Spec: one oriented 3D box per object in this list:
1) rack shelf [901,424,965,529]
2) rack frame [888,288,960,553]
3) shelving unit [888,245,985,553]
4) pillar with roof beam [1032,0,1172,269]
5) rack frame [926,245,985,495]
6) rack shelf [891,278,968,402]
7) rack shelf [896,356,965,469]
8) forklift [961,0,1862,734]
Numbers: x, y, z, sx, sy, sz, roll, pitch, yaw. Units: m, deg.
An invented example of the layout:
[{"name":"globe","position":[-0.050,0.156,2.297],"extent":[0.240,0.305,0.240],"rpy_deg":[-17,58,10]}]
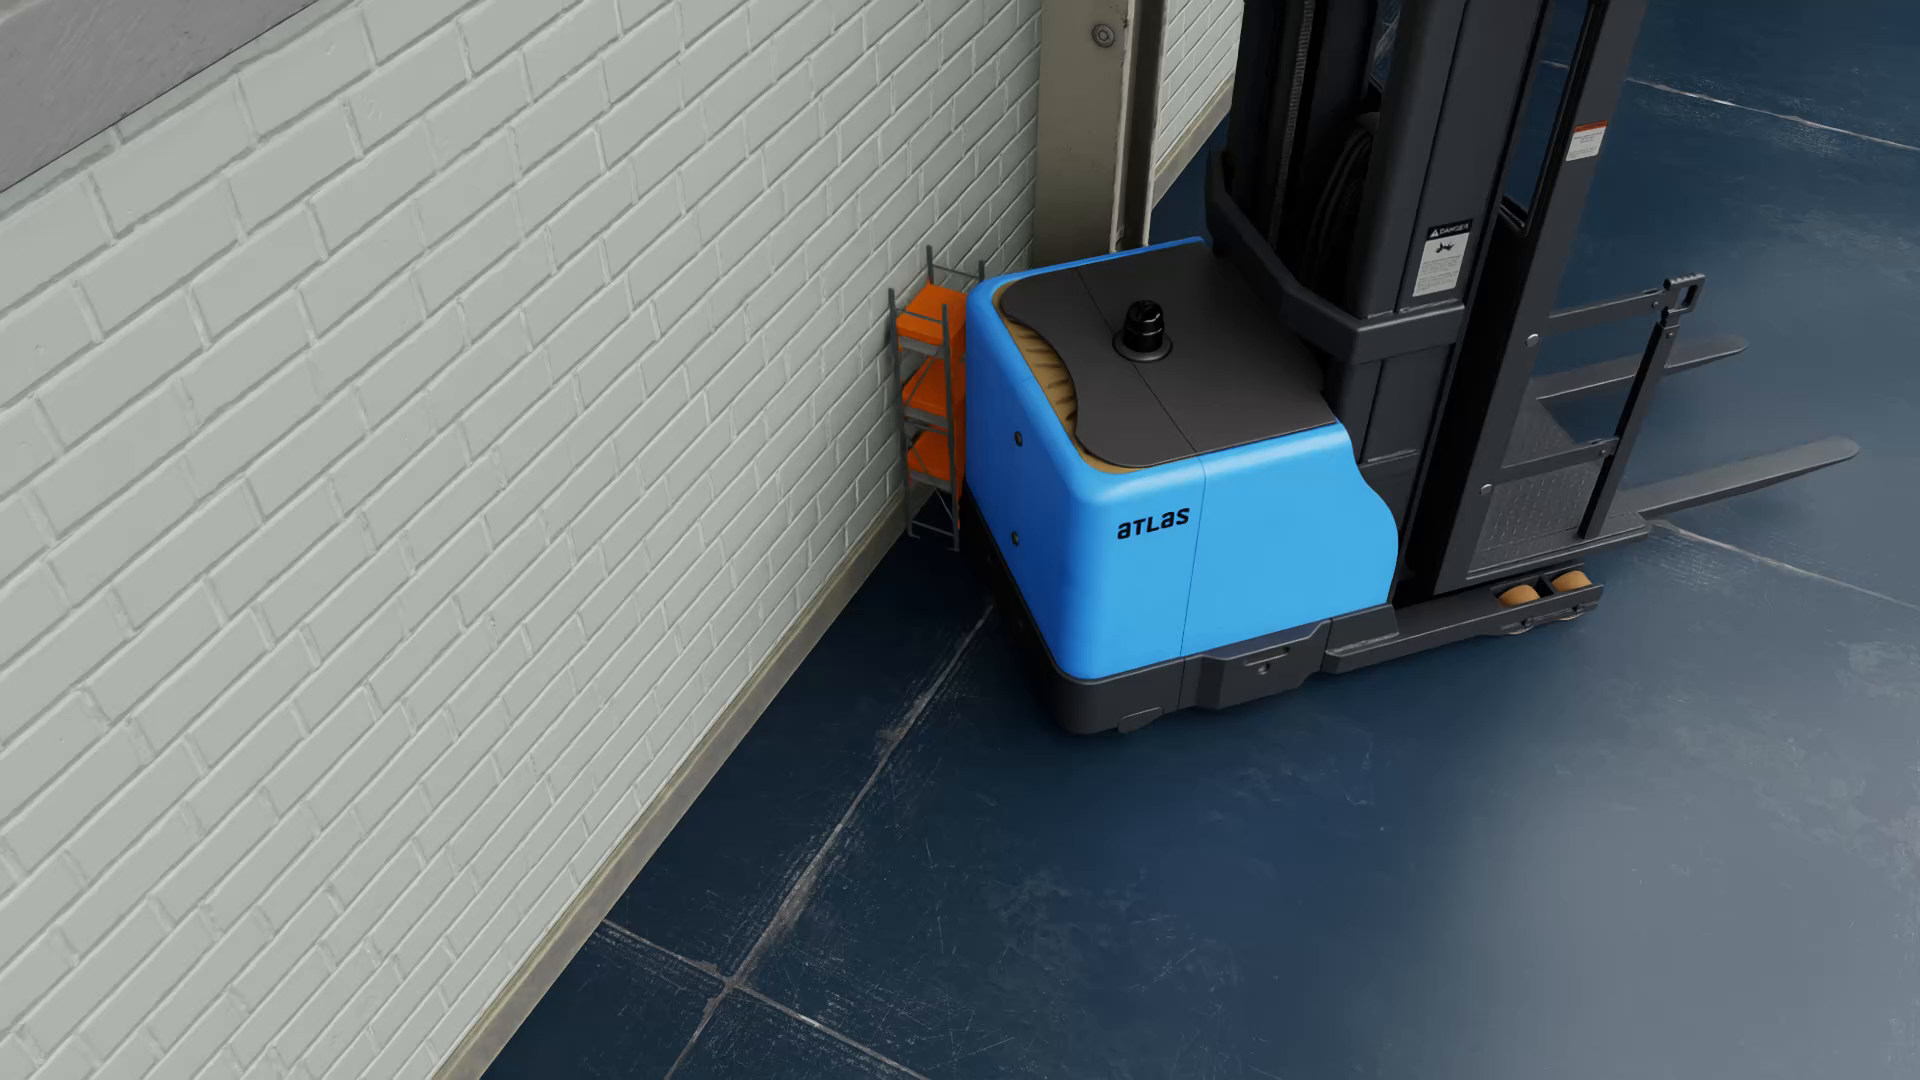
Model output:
[{"name":"rack shelf","position":[-0.044,-0.234,5.635],"extent":[0.215,0.259,0.240],"rpy_deg":[19,49,20]},{"name":"rack frame","position":[-0.109,-0.360,5.355],"extent":[0.200,1.050,0.008],"rpy_deg":[19,49,20]},{"name":"shelving unit","position":[-0.053,-0.438,5.431],"extent":[0.215,1.050,0.252],"rpy_deg":[19,49,20]},{"name":"pillar with roof beam","position":[4.301,-2.523,1.917],"extent":[9.100,9.000,0.400],"rpy_deg":[20,49,19]},{"name":"rack frame","position":[0.003,-0.516,5.506],"extent":[0.200,1.050,0.008],"rpy_deg":[19,49,20]},{"name":"rack shelf","position":[-0.062,-0.630,5.237],"extent":[0.215,0.259,0.240],"rpy_deg":[19,49,20]},{"name":"rack shelf","position":[-0.053,-0.430,5.438],"extent":[0.215,0.259,0.240],"rpy_deg":[19,49,20]},{"name":"forklift","position":[1.578,-1.066,4.743],"extent":[3.031,2.935,1.130],"rpy_deg":[-14,47,-13]}]
